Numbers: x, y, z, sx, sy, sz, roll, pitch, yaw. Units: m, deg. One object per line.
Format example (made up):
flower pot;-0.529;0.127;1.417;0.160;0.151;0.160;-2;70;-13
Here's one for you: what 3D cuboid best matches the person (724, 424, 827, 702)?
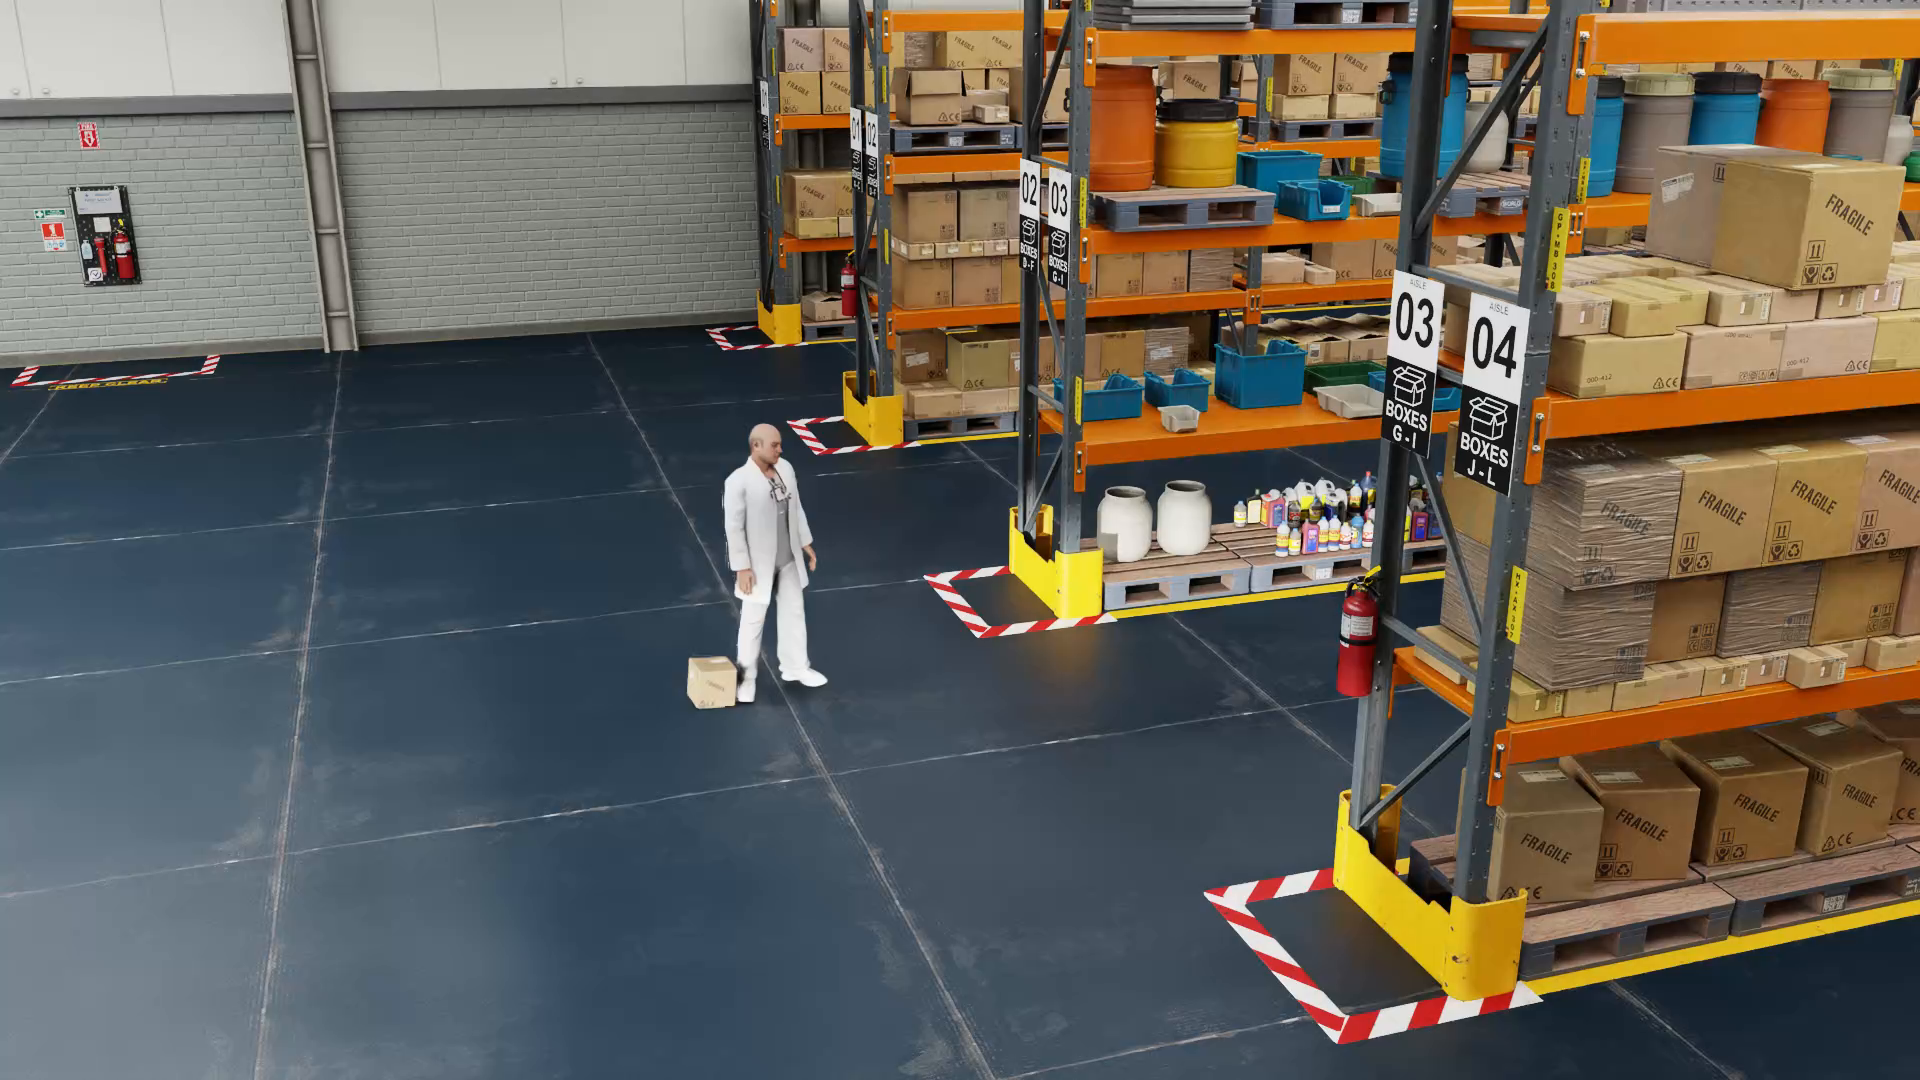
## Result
person;-1.187;0.132;10.608;0.507;1.788;0.649;17;25;41
